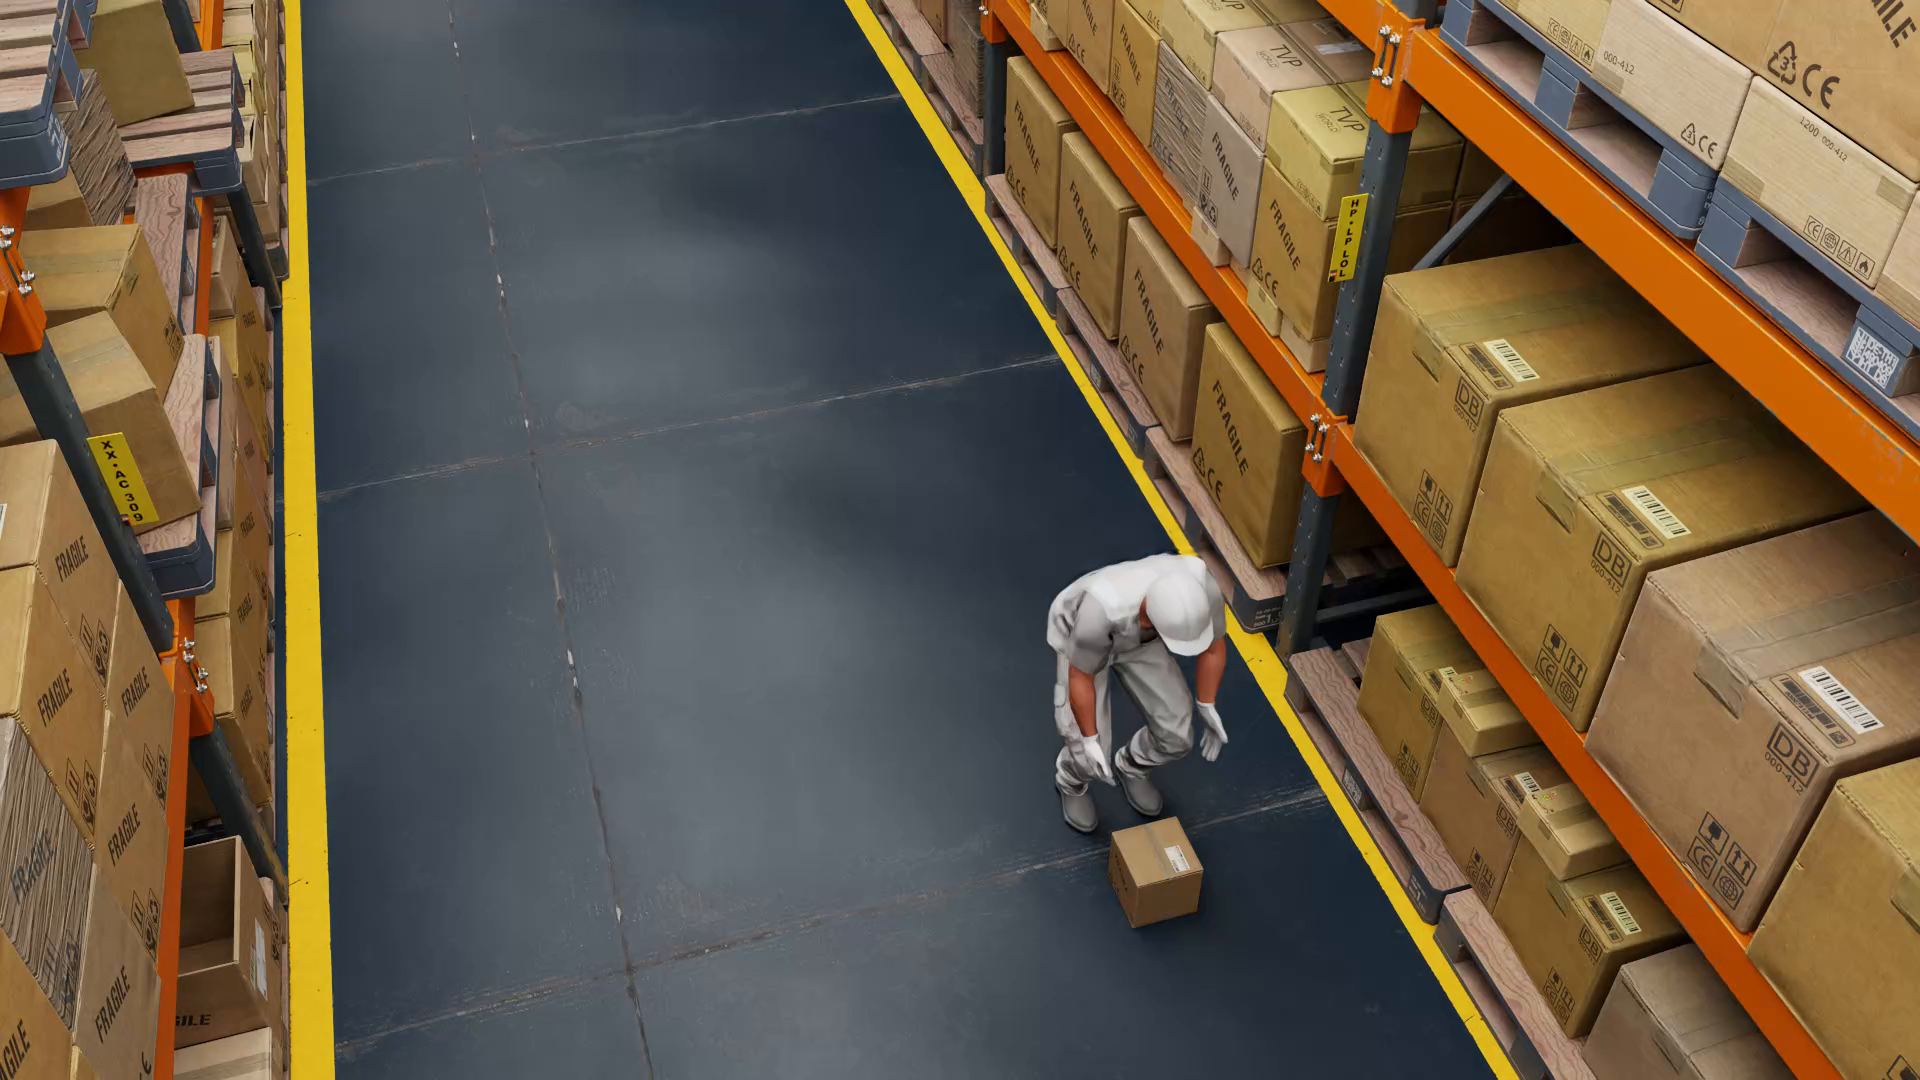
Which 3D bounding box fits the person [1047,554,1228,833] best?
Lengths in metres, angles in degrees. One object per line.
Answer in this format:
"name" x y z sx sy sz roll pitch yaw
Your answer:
"person" 0.622 0.494 5.876 0.584 1.409 0.766 -12 43 -13
